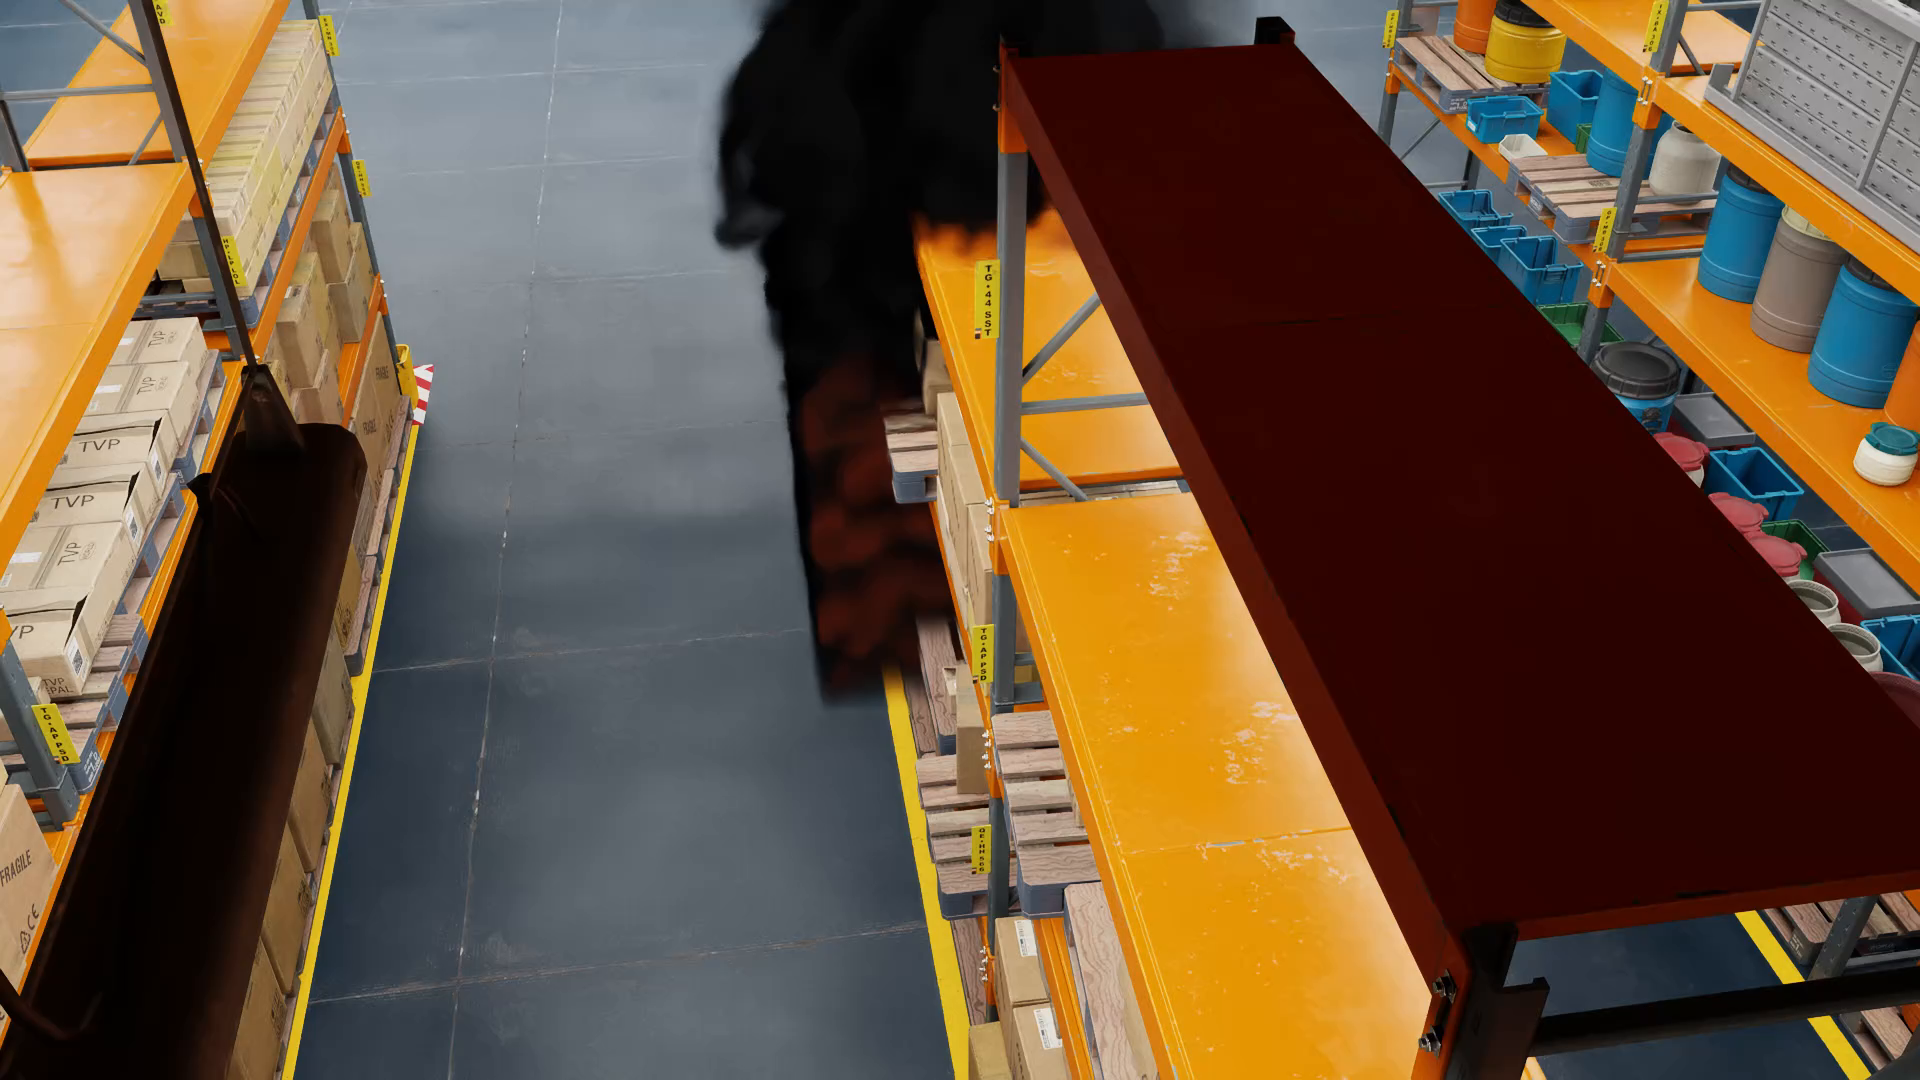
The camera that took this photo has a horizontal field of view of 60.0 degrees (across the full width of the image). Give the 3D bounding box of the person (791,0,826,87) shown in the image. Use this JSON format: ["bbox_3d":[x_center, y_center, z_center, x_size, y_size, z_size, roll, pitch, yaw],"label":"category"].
[{"bbox_3d":[-1.786,-6.558,20.930,0.637,1.733,0.709,5,37,7],"label":"person"}]

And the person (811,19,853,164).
[{"bbox_3d":[-1.309,-4.986,18.702,0.968,1.760,0.653,13,38,17],"label":"person"}]
